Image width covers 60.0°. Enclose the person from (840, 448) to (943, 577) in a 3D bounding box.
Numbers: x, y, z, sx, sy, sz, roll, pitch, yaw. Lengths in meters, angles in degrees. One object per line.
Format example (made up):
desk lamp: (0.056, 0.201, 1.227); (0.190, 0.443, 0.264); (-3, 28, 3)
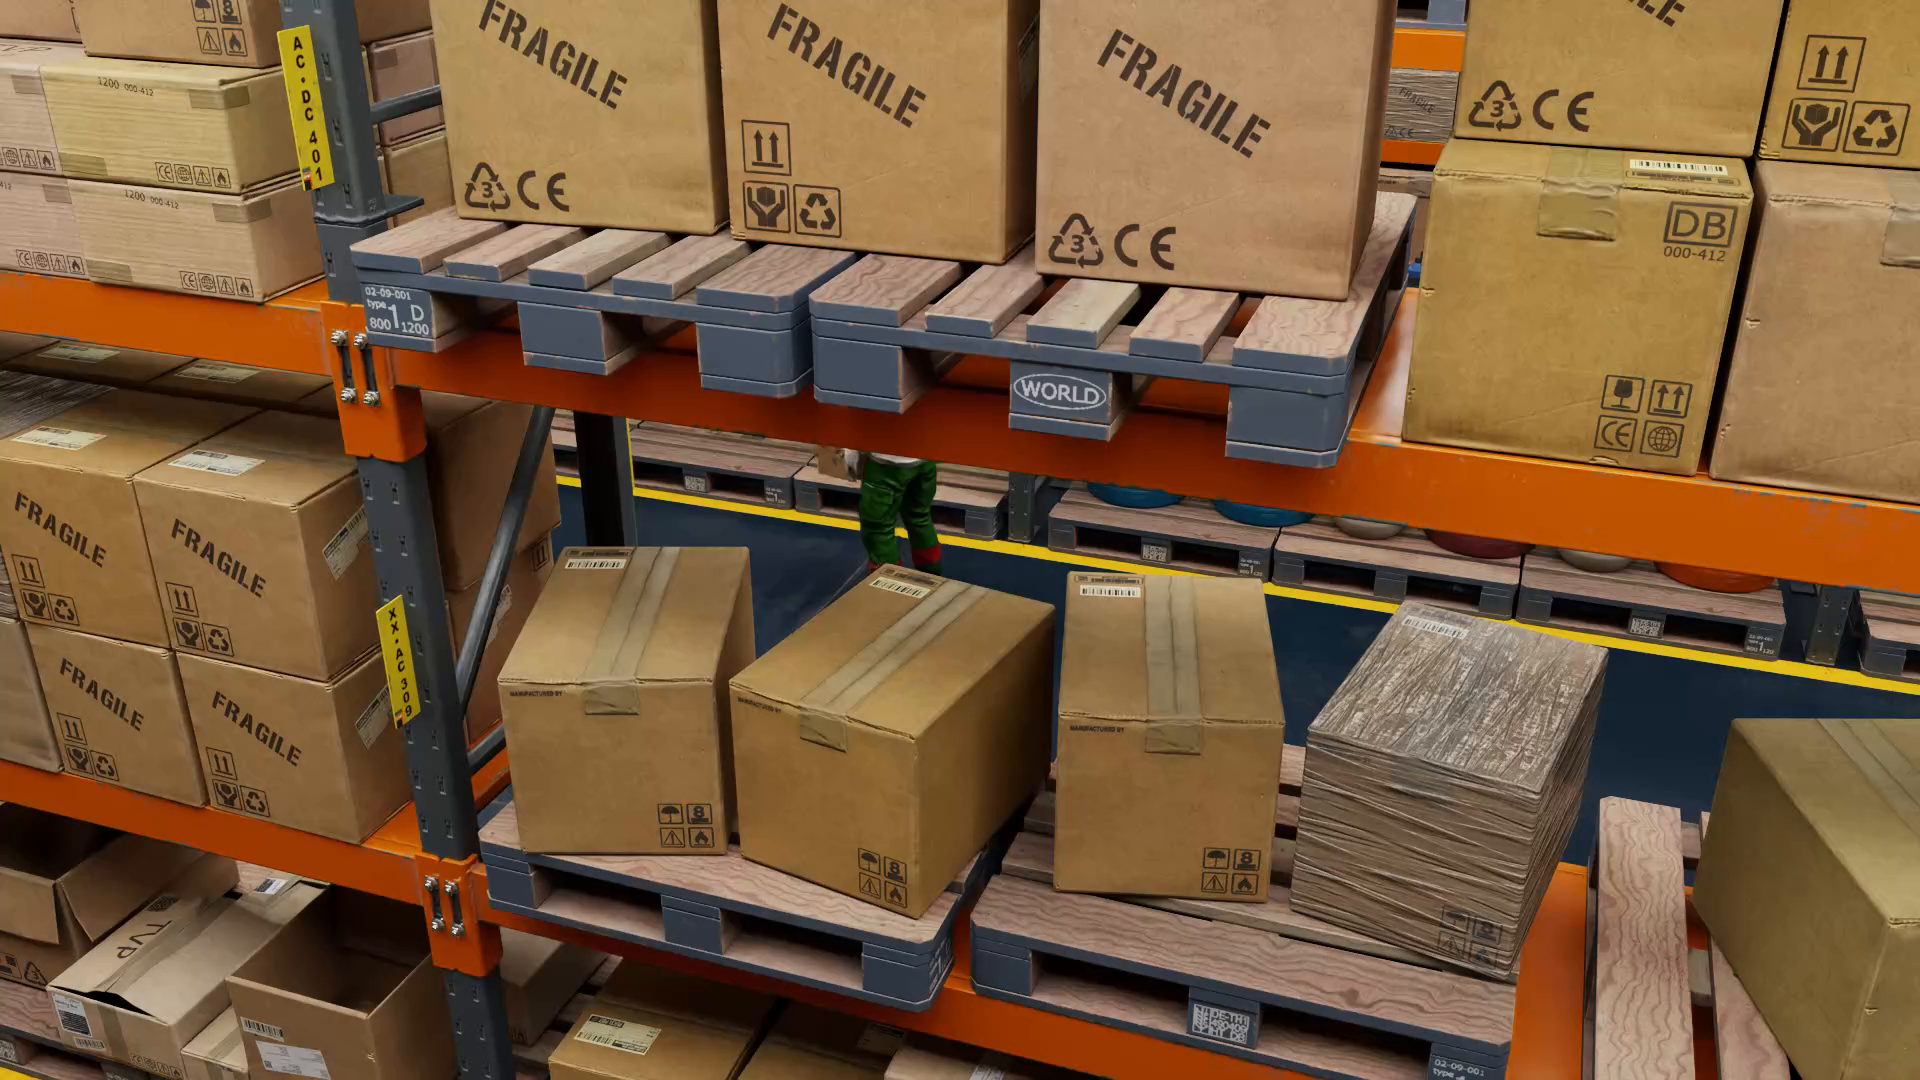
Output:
person: (-0.330, -0.437, 7.995); (0.466, 1.791, 0.556); (18, 31, 33)
